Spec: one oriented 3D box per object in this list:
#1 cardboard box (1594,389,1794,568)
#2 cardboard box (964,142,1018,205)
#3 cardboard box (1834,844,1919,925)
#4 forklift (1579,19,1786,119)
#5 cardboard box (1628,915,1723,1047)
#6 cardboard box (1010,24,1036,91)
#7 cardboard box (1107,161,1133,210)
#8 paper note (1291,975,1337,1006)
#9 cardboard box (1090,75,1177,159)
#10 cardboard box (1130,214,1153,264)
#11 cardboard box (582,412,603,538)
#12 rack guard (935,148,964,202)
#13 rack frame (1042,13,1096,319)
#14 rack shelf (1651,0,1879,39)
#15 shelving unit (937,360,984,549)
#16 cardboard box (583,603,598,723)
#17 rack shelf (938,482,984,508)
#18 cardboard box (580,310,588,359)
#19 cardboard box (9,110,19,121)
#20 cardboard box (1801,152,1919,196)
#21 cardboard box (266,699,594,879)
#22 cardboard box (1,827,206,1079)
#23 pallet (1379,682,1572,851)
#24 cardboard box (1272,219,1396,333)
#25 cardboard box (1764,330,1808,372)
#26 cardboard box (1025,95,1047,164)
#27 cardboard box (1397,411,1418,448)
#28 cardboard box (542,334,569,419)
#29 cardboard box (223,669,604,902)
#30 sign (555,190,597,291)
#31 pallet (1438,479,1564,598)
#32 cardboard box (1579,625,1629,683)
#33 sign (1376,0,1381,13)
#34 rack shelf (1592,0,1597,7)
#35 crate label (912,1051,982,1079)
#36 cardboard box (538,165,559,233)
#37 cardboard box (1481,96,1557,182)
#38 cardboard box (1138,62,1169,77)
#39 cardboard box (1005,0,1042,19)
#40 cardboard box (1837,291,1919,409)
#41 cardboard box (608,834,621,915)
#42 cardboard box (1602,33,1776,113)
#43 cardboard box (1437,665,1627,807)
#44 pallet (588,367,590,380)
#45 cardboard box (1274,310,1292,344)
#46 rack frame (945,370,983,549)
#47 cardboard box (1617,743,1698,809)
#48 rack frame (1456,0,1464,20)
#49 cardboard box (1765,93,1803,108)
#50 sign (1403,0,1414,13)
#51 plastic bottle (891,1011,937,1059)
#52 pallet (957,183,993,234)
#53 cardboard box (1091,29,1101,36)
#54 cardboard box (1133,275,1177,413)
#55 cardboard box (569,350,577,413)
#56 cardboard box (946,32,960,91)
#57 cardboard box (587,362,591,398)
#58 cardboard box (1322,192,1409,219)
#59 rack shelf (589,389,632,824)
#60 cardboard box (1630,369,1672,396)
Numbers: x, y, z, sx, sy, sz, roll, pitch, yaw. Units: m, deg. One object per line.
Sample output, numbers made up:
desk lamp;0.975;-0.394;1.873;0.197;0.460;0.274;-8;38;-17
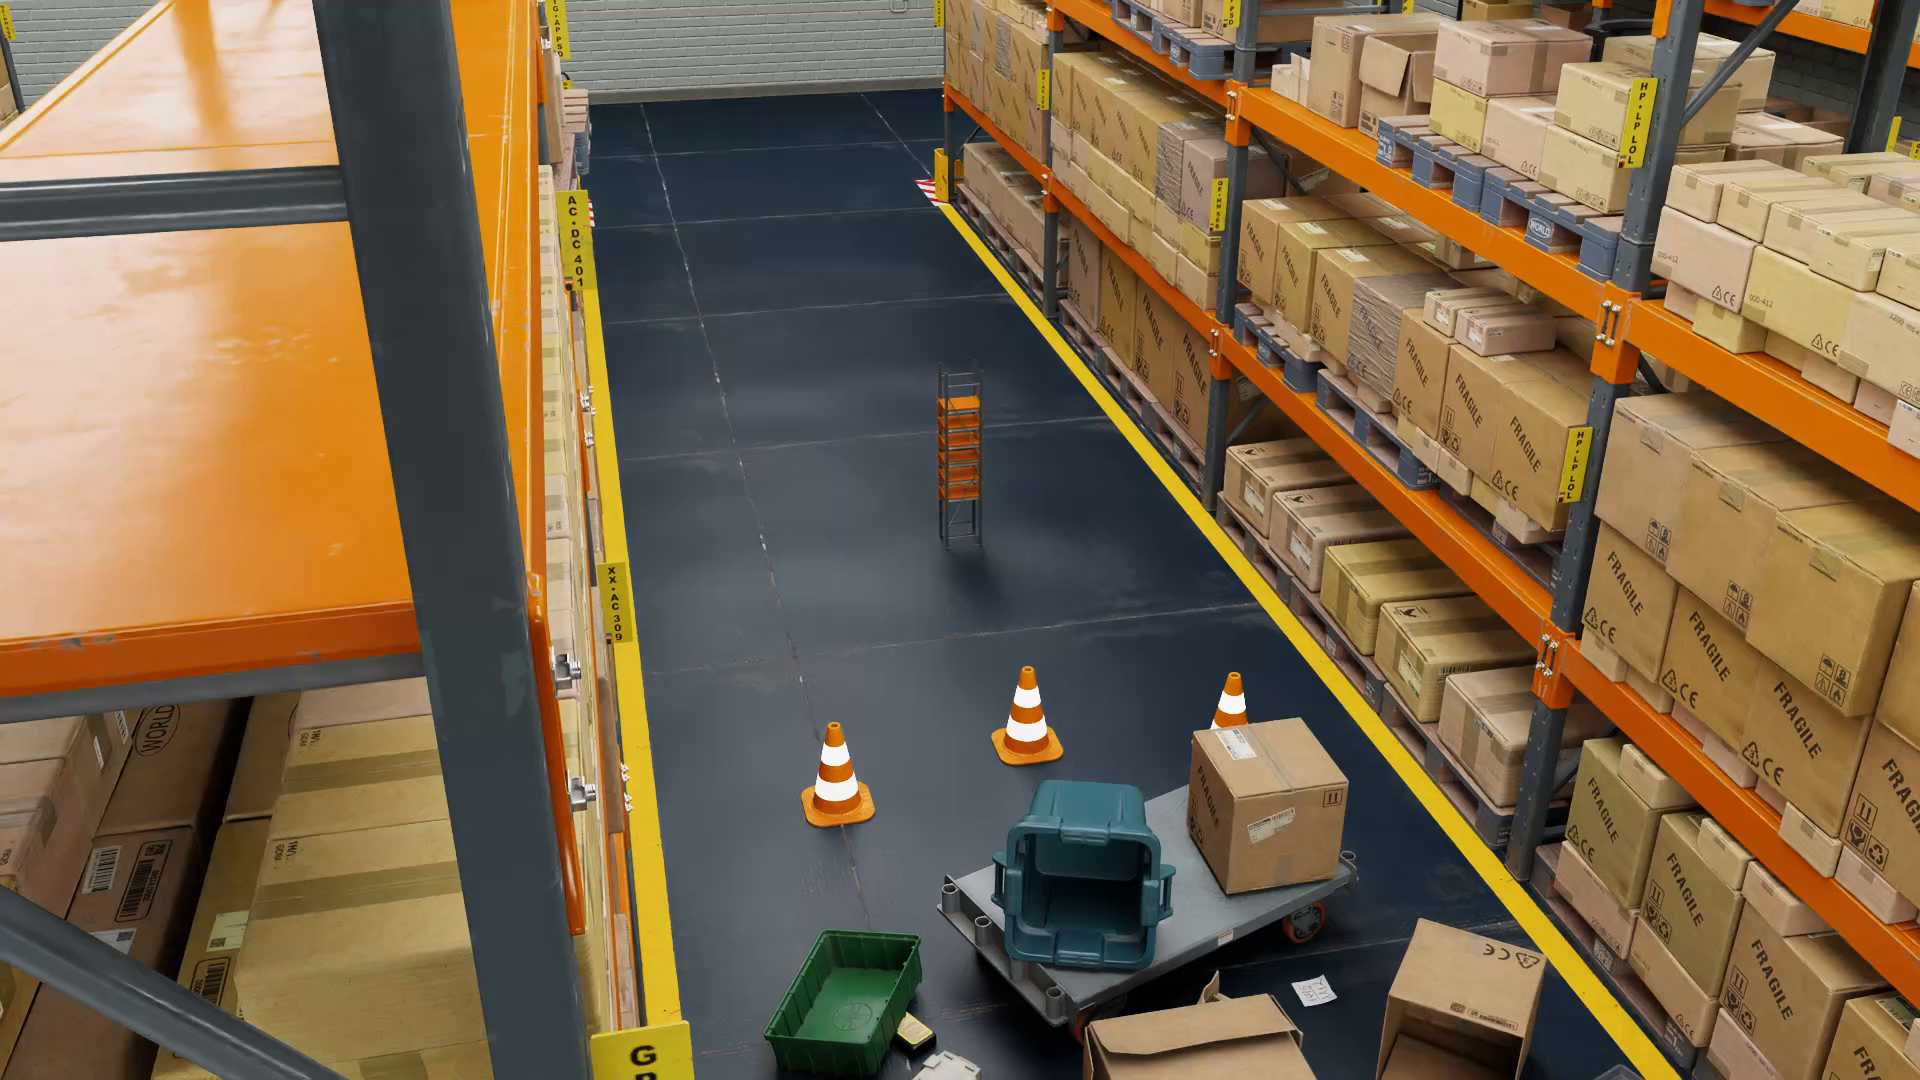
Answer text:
cardboard box;2.919;-0.251;6.368;0.700;0.500;0.500;-6;27;-12
cardboard box;0.573;-3.875;17.475;0.875;0.438;0.875;-7;28;-13
cardboard box;3.152;1.111;5.499;0.380;0.149;0.250;-6;27;-12
forklift;4.623;-1.905;11.271;1.130;2.935;3.031;-11;29;-21
cardboard box;3.032;1.717;6.605;0.500;0.250;0.500;-4;27;-9
cardboard box;0.746;-4.248;14.617;0.500;0.500;0.500;-6;27;-12
cardboard box;1.401;-2.617;12.217;0.500;0.250;0.500;-7;28;-13
paper note;1.488;1.889;6.974;0.148;0.019;0.142;-6;27;-12
cardboard box;1.299;-3.182;12.505;0.500;0.500;0.500;-7;28;-13
cardboard box;1.534;-2.173;11.892;0.500;0.250;0.500;-6;27;-12
cardboard box;-1.964;-0.263;7.830;0.500;0.500;0.500;-6;27;-11
rack guard;0.321;-4.005;18.130;1.175;0.500;0.348;-6;27;-12
rack frame;1.228;-3.355;14.067;1.000;3.000;0.127;-6;27;-12
rack shelf;2.580;-2.899;7.749;1.077;0.370;4.000;-6;27;-12
shelving unit;0.003;-0.529;10.467;0.258;1.200;0.189;-6;27;-12
cardboard box;-0.917;0.264;3.270;0.380;0.149;0.250;-6;27;-12
rack shelf;0.003;-0.275;10.595;0.258;0.103;0.180;-6;27;-12
cardboard box;-2.922;-1.455;11.780;0.500;0.250;0.500;-7;28;-14
cardboard box;-8.928;-3.869;15.366;0.380;0.149;0.250;-5;27;-11
cardboard box;3.315;-1.309;6.078;0.380;0.149;0.250;-5;27;-11
cardboard box;-0.688;0.356;2.203;0.380;0.149;0.250;-6;27;-11
cardboard box;-1.250;0.637;2.090;0.500;0.250;0.500;-6;27;-11
pallet;2.854;1.061;8.414;1.003;0.211;1.213;-6;27;-12
cardboard box;2.130;-1.514;9.514;0.500;0.500;0.500;-5;27;-9
cardboard box;3.030;-0.690;5.737;0.380;0.149;0.250;-6;27;-12
cardboard box;0.874;-3.577;14.397;0.500;0.500;0.500;-6;27;-11
cardboard box;2.430;-0.565;8.353;0.380;0.149;0.250;-6;27;-12
cardboard box;-1.034;-0.316;3.534;0.380;0.149;0.250;-6;27;-11
cardboard box;-0.842;0.363;2.633;0.500;0.250;0.500;-6;27;-12
sign;-1.229;-0.958;5.328;0.100;0.325;0.005;-6;27;-12
pallet;3.000;-0.107;7.846;1.003;0.211;1.213;-6;27;-12
cardboard box;2.789;0.440;6.827;0.380;0.149;0.250;-6;27;-12
sign;4.633;-5.948;18.244;0.100;0.325;0.005;-6;27;-12
rack shelf;5.612;-5.756;16.295;1.077;0.370;4.000;-6;27;-12
crate label;-0.058;2.113;6.411;0.250;0.136;0.298;19;32;32
cardboard box;-1.376;-0.982;4.855;0.380;0.149;0.250;-6;27;-12
cardboard box;2.649;-1.767;7.292;0.500;0.250;0.500;-6;27;-11
cardboard box;1.697;-3.449;13.033;0.500;0.500;0.500;-5;27;-11
cardboard box;0.622;-4.806;15.002;0.380;0.149;0.250;-7;28;-13
cardboard box;3.089;-0.580;5.077;0.500;0.250;0.500;-6;27;-11
cardboard box;-1.528;1.037;5.199;0.875;0.550;0.550;-6;27;-12
cardboard box;3.167;-2.040;7.280;0.500;0.250;0.500;-7;28;-13
cardboard box;2.910;0.913;8.062;0.950;0.372;0.625;-6;27;-11
pallet;-3.395;-1.221;12.935;1.003;0.211;1.213;-6;27;-12
cardboard box;2.069;-1.260;9.730;0.380;0.149;0.250;-8;28;-15
rack frame;0.024;-0.489;10.387;0.240;1.200;0.006;-6;27;-12
cardboard box;2.870;0.921;6.631;0.380;0.149;0.250;-6;27;-11
rack frame;5.161;-5.616;18.548;1.000;3.000;0.127;-6;27;-12
cardboard box;6.248;-3.285;13.353;0.700;0.500;0.500;-6;27;-12
sign;2.658;-3.223;9.903;0.100;0.325;0.005;-6;27;-12
plastic bottle;-0.237;1.984;6.751;0.133;0.061;0.283;-23;35;-38
pallet;0.583;-3.523;17.495;1.003;0.211;1.213;-6;27;-12
cardboard box;1.336;-4.411;14.220;0.380;0.149;0.250;-6;27;-11
cardboard box;1.858;-1.541;12.366;0.875;0.875;0.875;-6;27;-11
cardboard box;-1.259;-0.403;4.593;0.380;0.149;0.250;-6;27;-11
cardboard box;0.155;-4.915;17.049;0.500;0.500;0.500;-6;27;-12
cardboard box;-3.045;-1.355;12.413;0.500;0.500;0.500;-7;28;-13
cardboard box;2.503;-1.792;10.065;0.500;0.500;0.500;-7;28;-13
rack shelf;-2.220;0.148;7.927;1.077;0.370;4.000;-6;27;-12
cardboard box;3.204;-0.442;7.390;0.500;0.500;0.500;-5;27;-10
